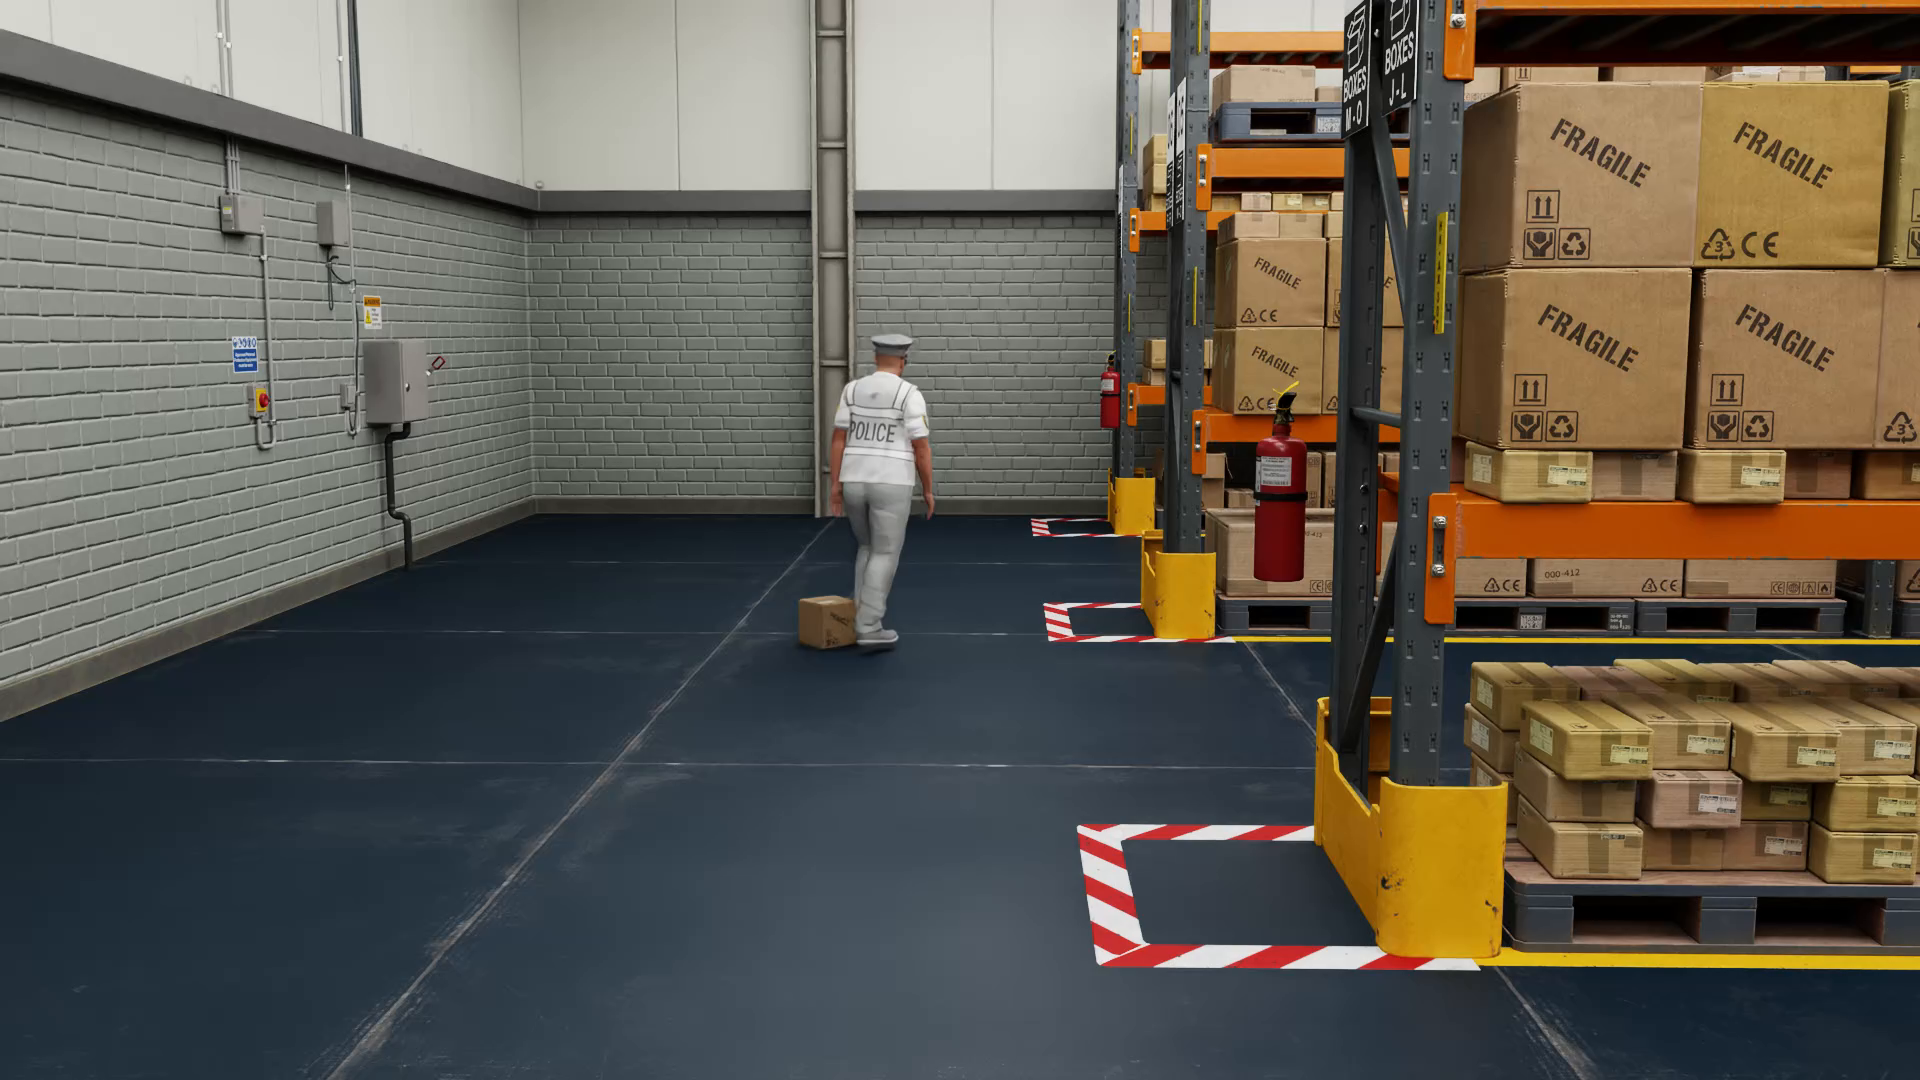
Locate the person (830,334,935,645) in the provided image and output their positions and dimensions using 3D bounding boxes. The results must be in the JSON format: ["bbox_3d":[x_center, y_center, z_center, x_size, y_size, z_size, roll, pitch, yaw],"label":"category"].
[{"bbox_3d":[-0.467,-0.241,9.326,0.562,1.814,0.557,4,8,29],"label":"person"}]
